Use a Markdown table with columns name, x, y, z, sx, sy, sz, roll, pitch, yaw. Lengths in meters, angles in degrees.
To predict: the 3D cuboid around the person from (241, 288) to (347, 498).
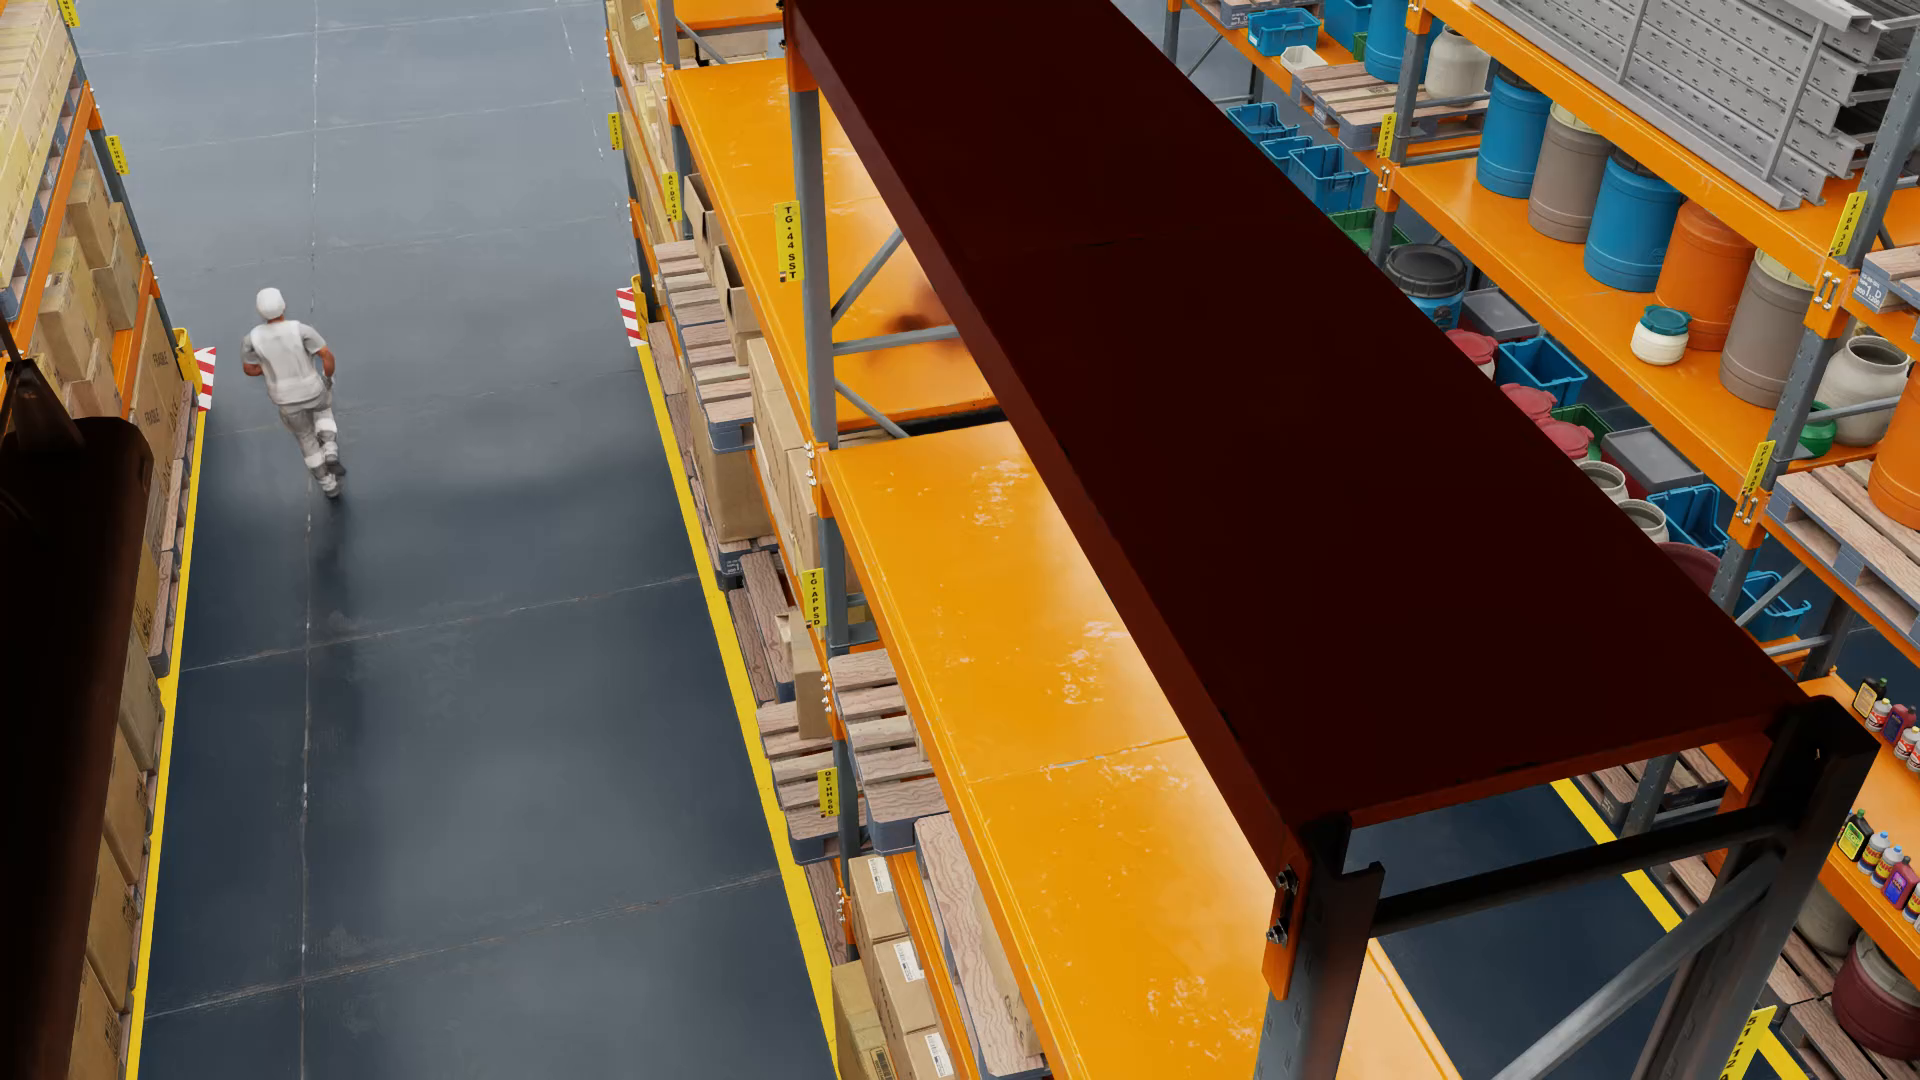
| name | x | y | z | sx | sy | sz | roll | pitch | yaw |
| --- | --- | --- | --- | --- | --- | --- | --- | --- | --- |
| person | -5.133 | -1.176 | 12.893 | 0.658 | 1.736 | 0.619 | -14 | 40 | -17 |

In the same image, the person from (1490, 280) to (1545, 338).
| name | x | y | z | sx | sy | sz | roll | pitch | yaw |
| --- | --- | --- | --- | --- | --- | --- | --- | --- | --- |
| person | 4.982 | -2.577 | 14.668 | 0.679 | 1.811 | 0.848 | -20 | 42 | -23 |
